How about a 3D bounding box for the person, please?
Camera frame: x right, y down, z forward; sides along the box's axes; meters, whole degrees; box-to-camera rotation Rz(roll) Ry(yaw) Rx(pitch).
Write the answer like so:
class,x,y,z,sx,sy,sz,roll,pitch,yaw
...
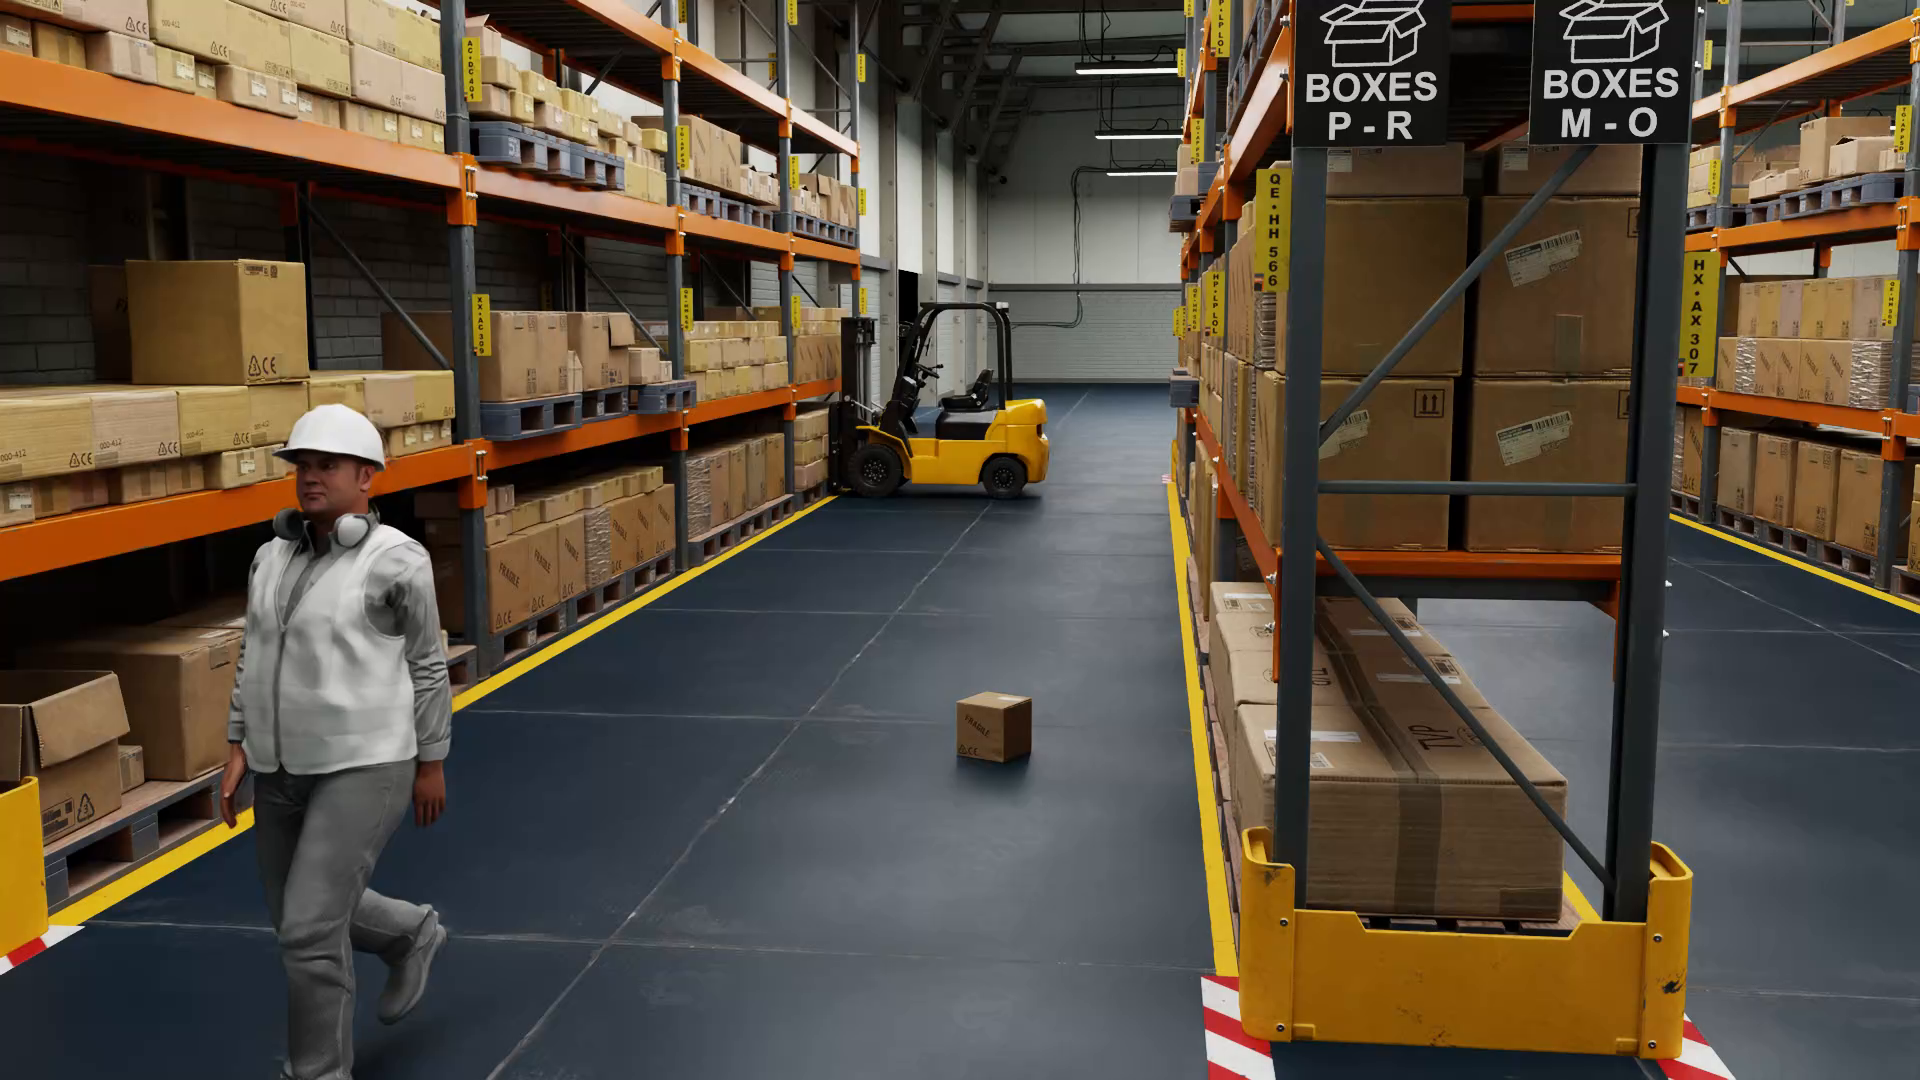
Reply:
class,x,y,z,sx,sy,sz,roll,pitch,yaw
person,-1.545,0.533,4.147,0.533,1.738,0.887,3,8,23
